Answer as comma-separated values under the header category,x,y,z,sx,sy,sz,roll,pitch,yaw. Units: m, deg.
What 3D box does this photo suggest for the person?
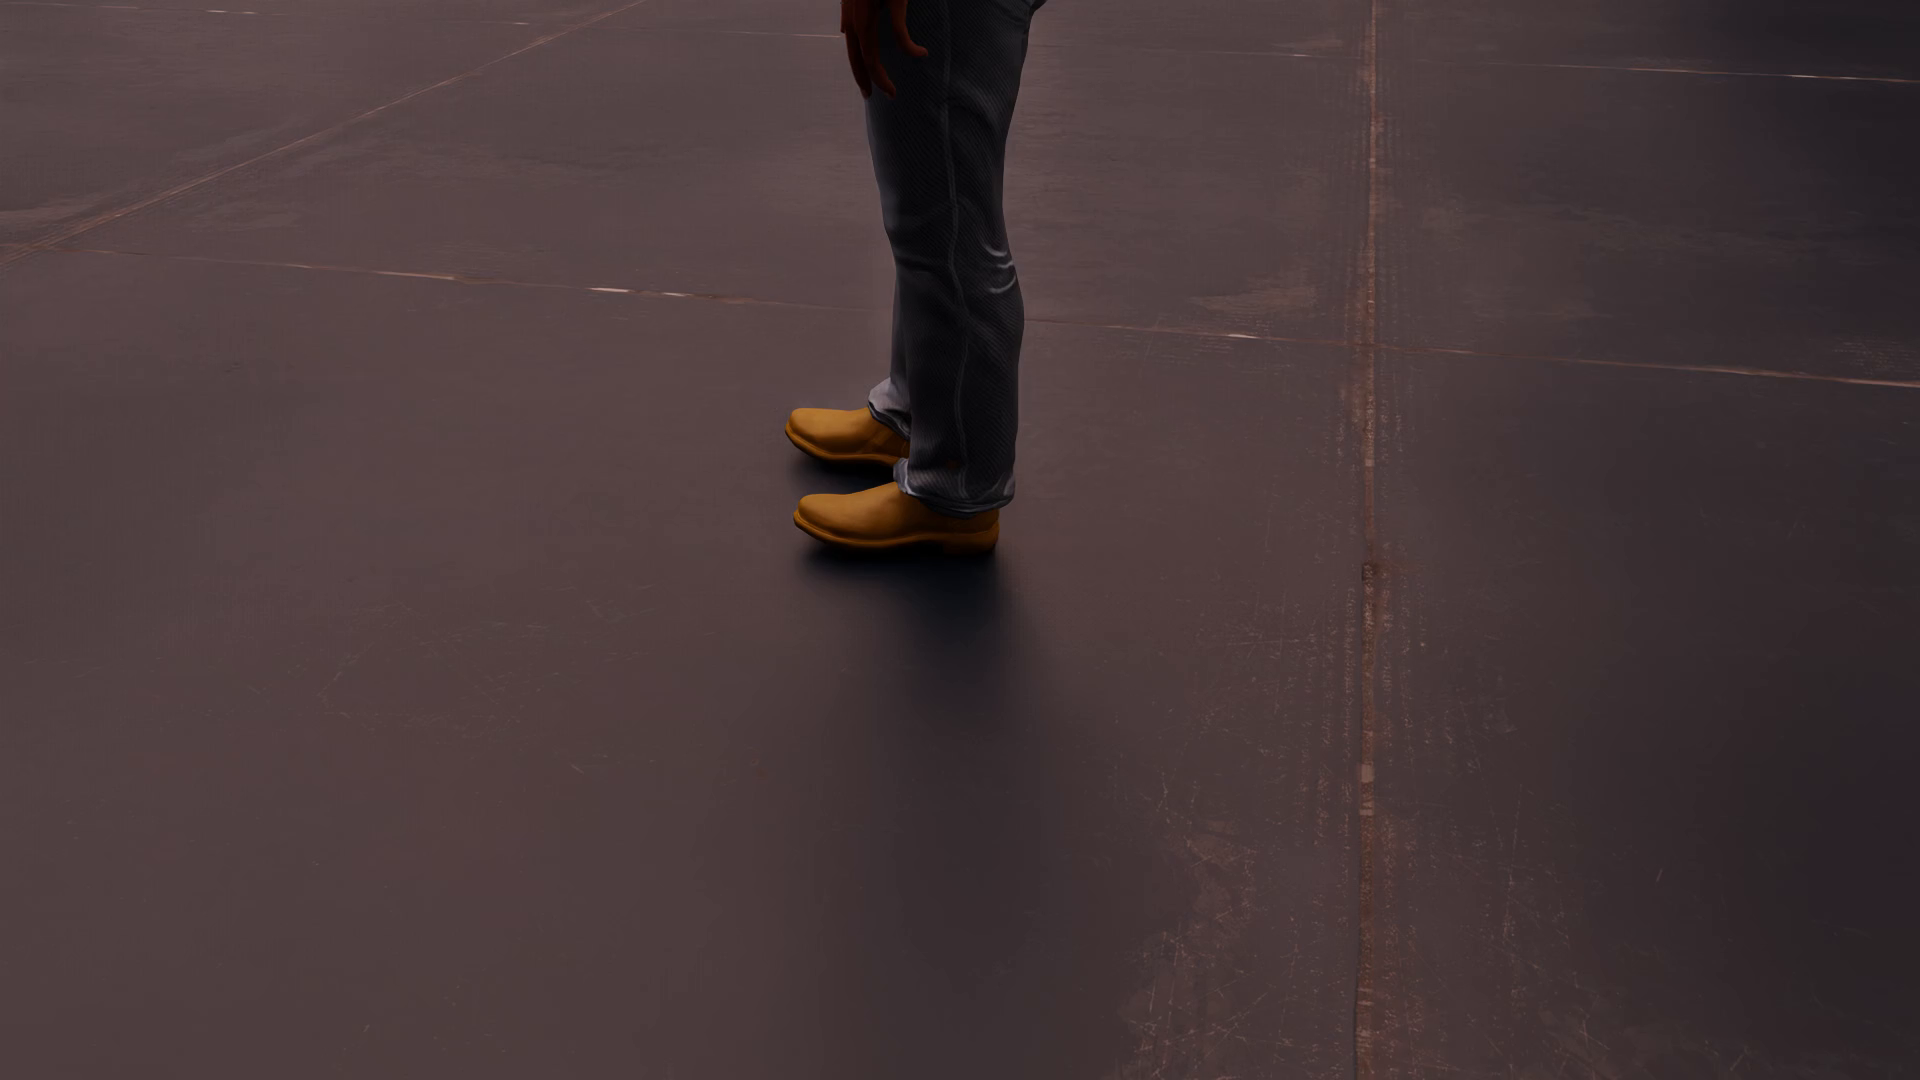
category,x,y,z,sx,sy,sz,roll,pitch,yaw
person,-0.067,-0.801,2.118,0.575,1.761,0.666,6,27,11
